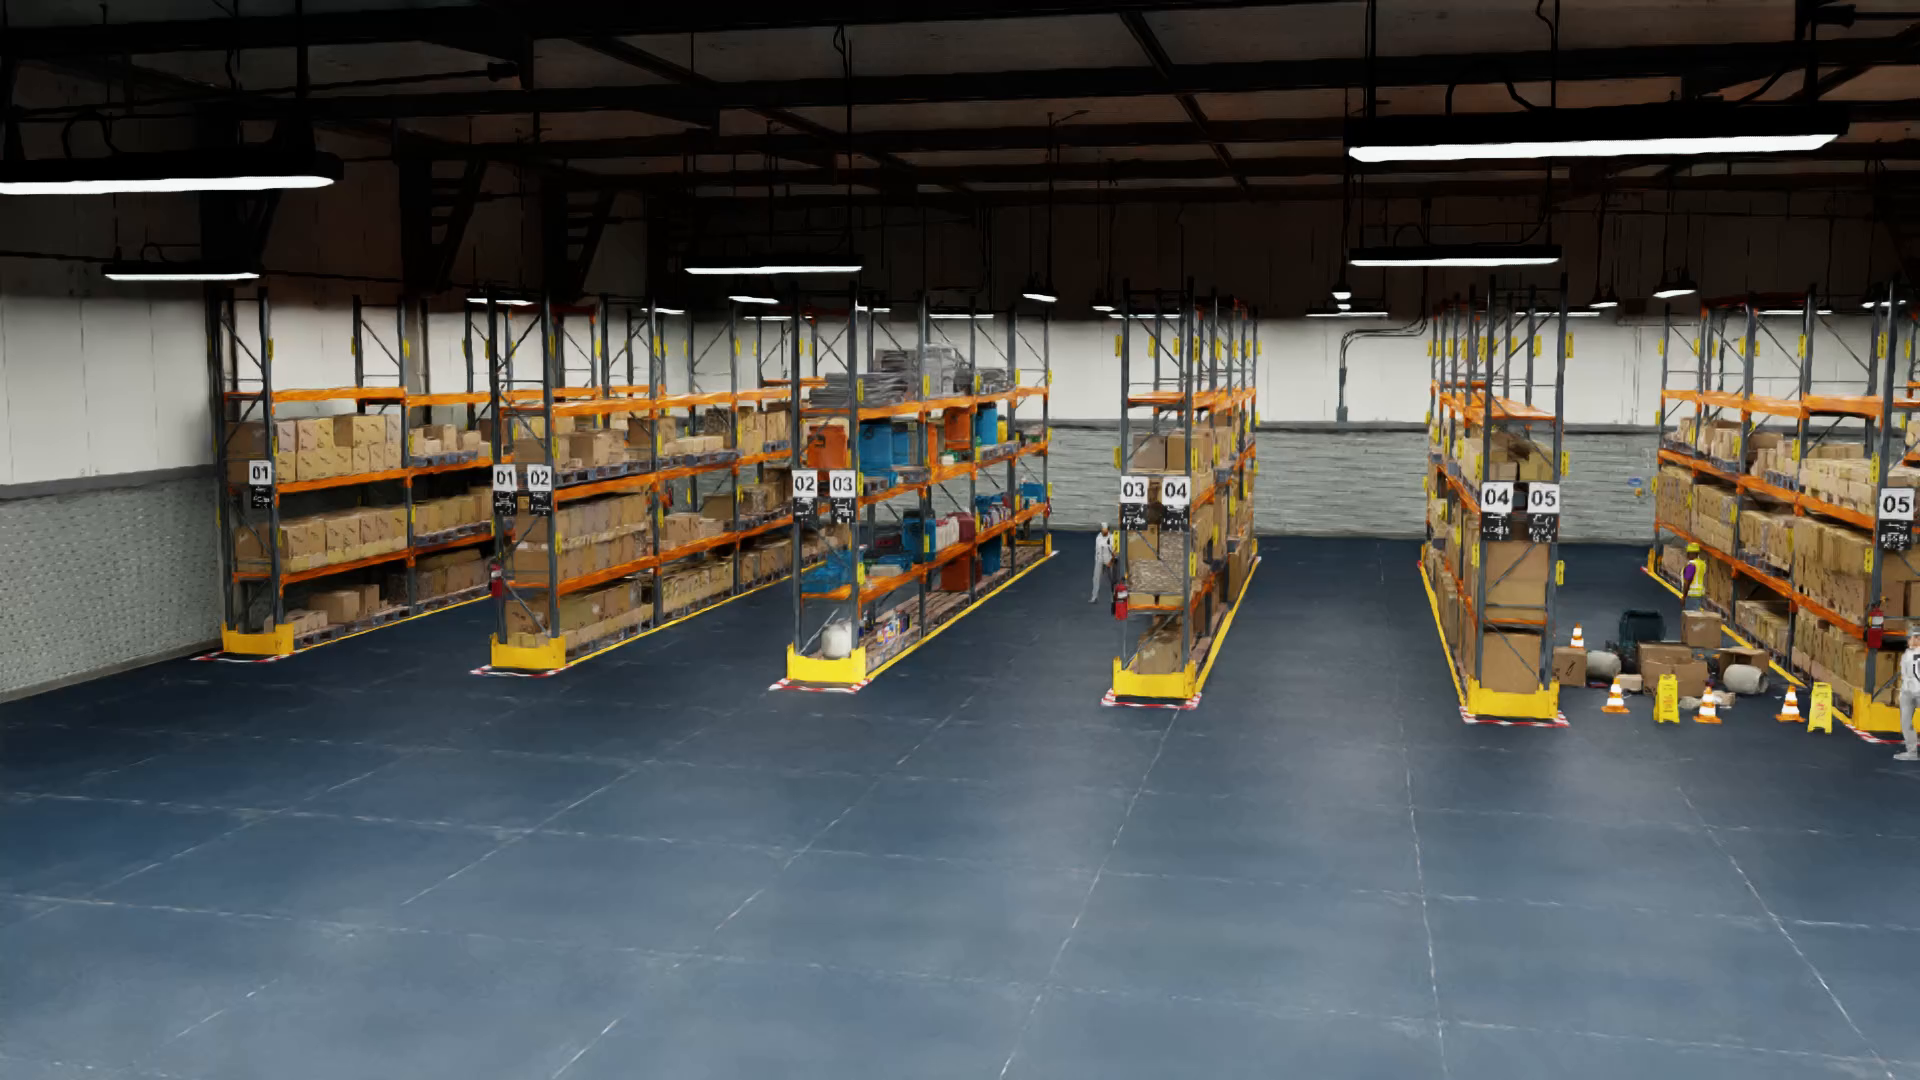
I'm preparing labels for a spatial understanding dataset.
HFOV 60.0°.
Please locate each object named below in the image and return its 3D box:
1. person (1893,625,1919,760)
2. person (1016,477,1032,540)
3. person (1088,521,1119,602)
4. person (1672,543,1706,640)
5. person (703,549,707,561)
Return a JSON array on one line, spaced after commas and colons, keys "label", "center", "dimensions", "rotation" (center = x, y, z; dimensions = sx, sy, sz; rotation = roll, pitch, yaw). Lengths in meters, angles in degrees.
[{"label": "person", "center": [11.719, 1.865, 20.248], "dimensions": [0.522, 1.665, 0.570], "rotation": [-2, 7, -13]}, {"label": "person", "center": [1.469, -0.710, 42.108], "dimensions": [0.782, 1.773, 0.514], "rotation": [-4, 7, -28]}, {"label": "person", "center": [2.891, 0.427, 32.883], "dimensions": [0.477, 1.590, 1.003], "rotation": [3, 7, 22]}, {"label": "person", "center": [12.213, 0.921, 27.820], "dimensions": [0.591, 1.763, 0.685], "rotation": [5, 8, 39]}, {"label": "person", "center": [-5.700, -0.161, 38.353], "dimensions": [0.415, 1.504, 1.041], "rotation": [1, 7, 11]}]
